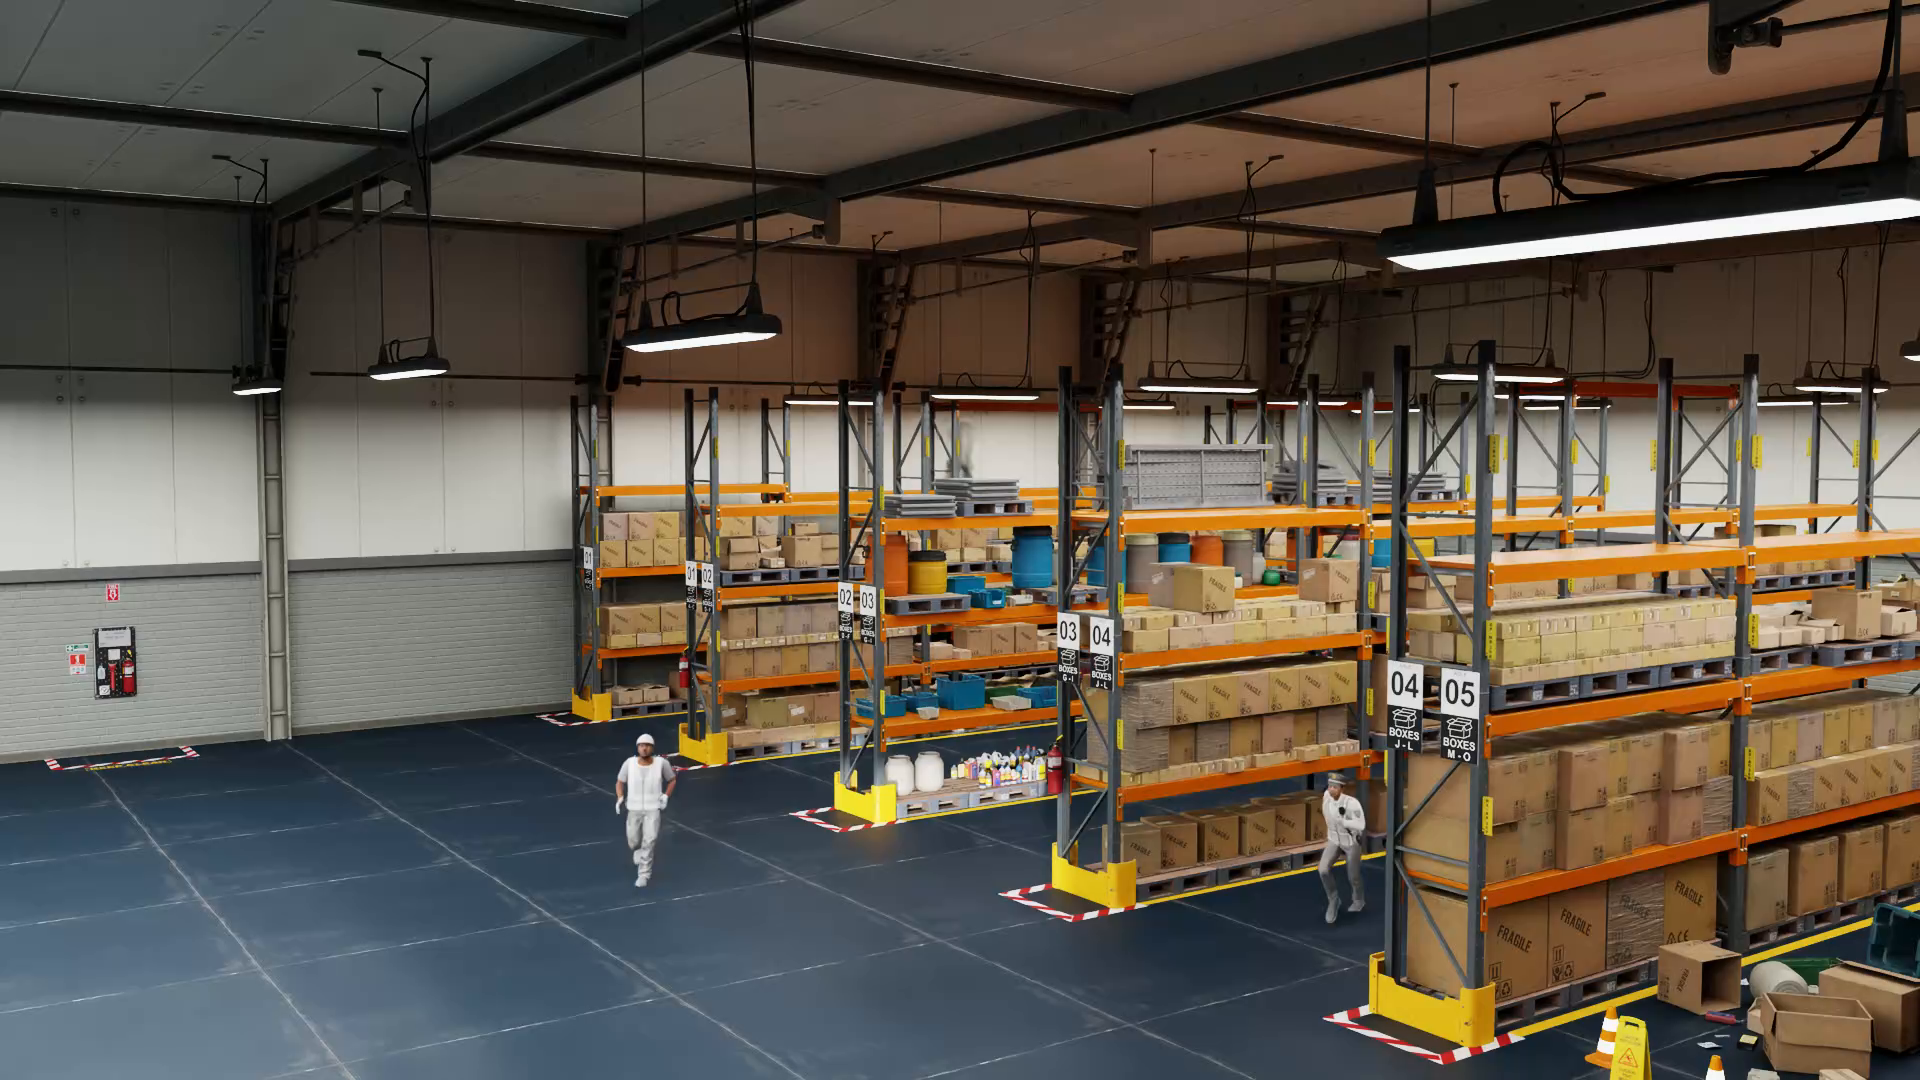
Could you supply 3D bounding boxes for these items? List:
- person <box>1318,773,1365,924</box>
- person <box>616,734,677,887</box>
[{"bbox_3d":[4.114,3.265,17.805,0.601,1.646,0.882,3,4,37],"label":"person"},{"bbox_3d":[-3.674,3.134,19.459,0.697,1.744,0.703,0,3,-4],"label":"person"}]
